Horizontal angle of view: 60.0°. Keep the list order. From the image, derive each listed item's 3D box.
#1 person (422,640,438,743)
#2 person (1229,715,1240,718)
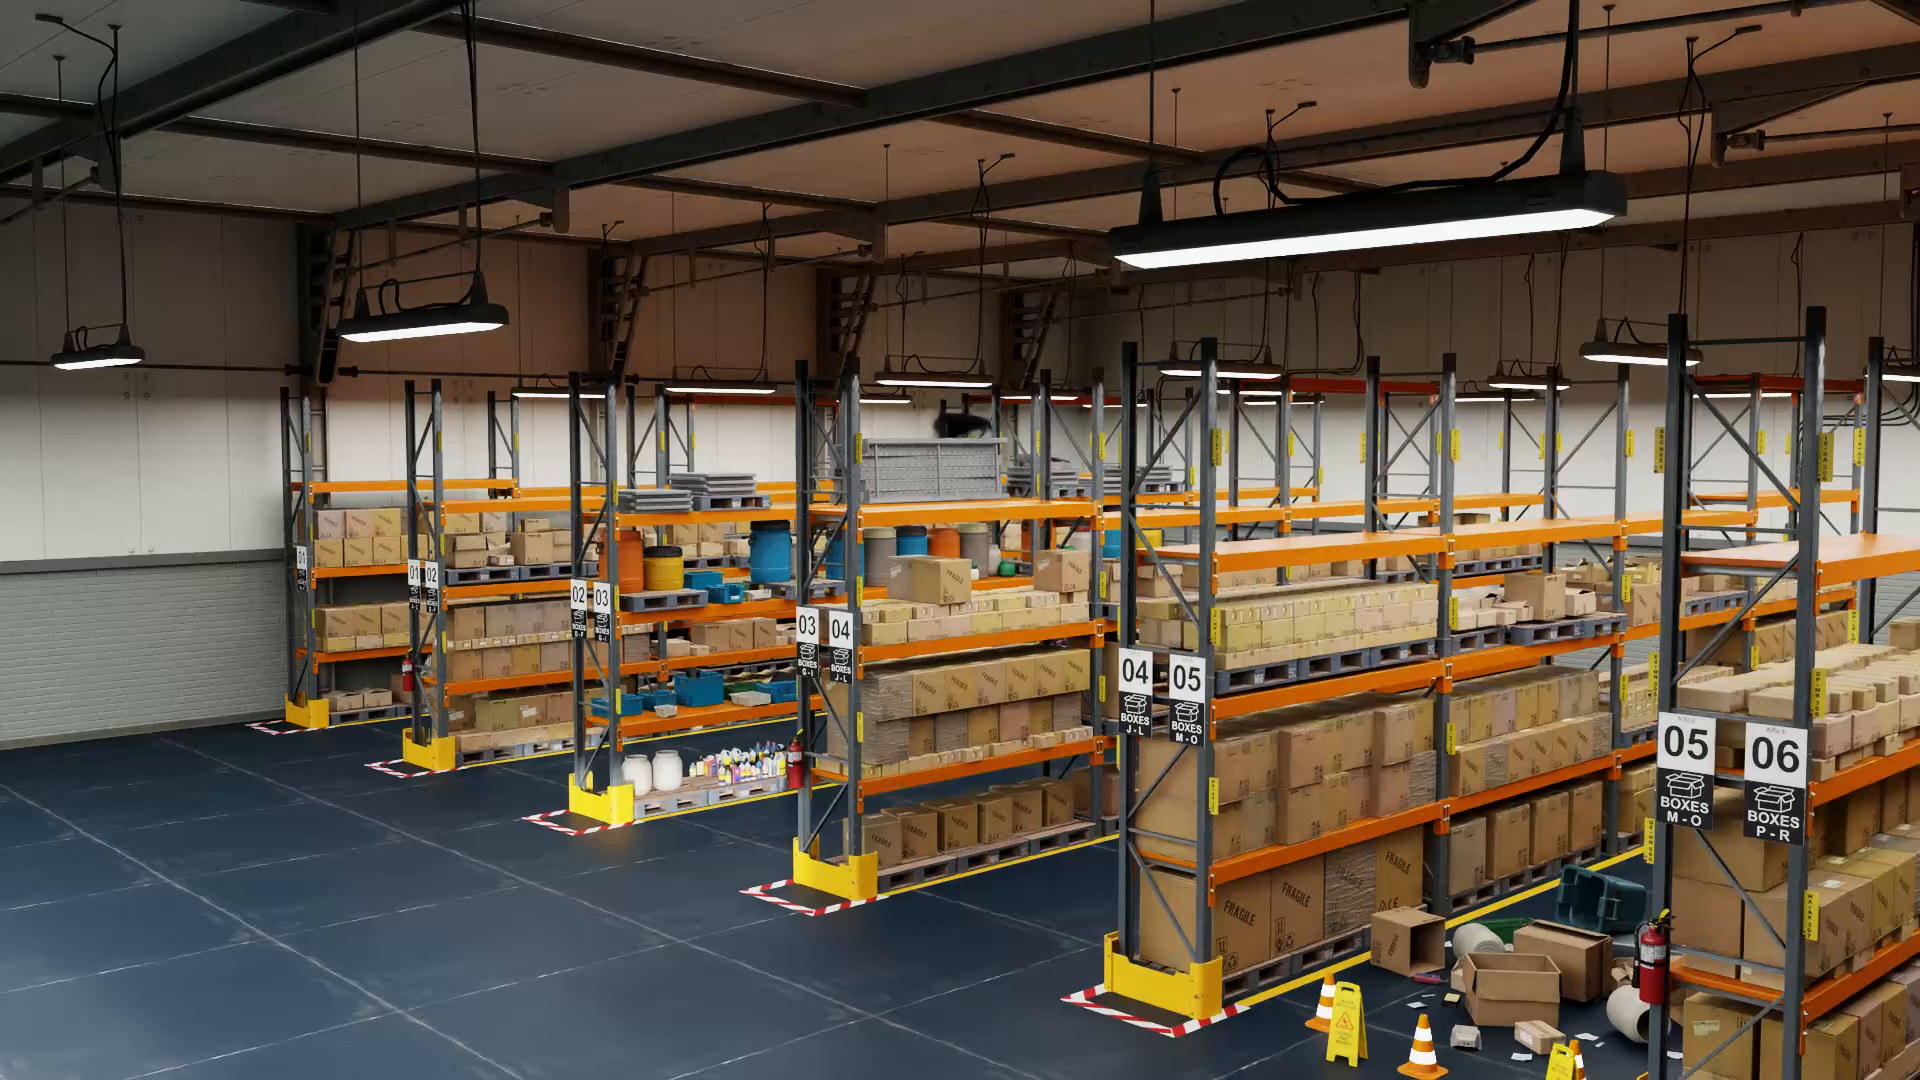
[{"bbox_3d":[-8.714,2.509,27.992,0.462,1.697,0.919,1,4,22],"label":"person"},{"bbox_3d":[3.525,2.991,20.620,0.647,1.748,0.942,3,5,39],"label":"person"}]
